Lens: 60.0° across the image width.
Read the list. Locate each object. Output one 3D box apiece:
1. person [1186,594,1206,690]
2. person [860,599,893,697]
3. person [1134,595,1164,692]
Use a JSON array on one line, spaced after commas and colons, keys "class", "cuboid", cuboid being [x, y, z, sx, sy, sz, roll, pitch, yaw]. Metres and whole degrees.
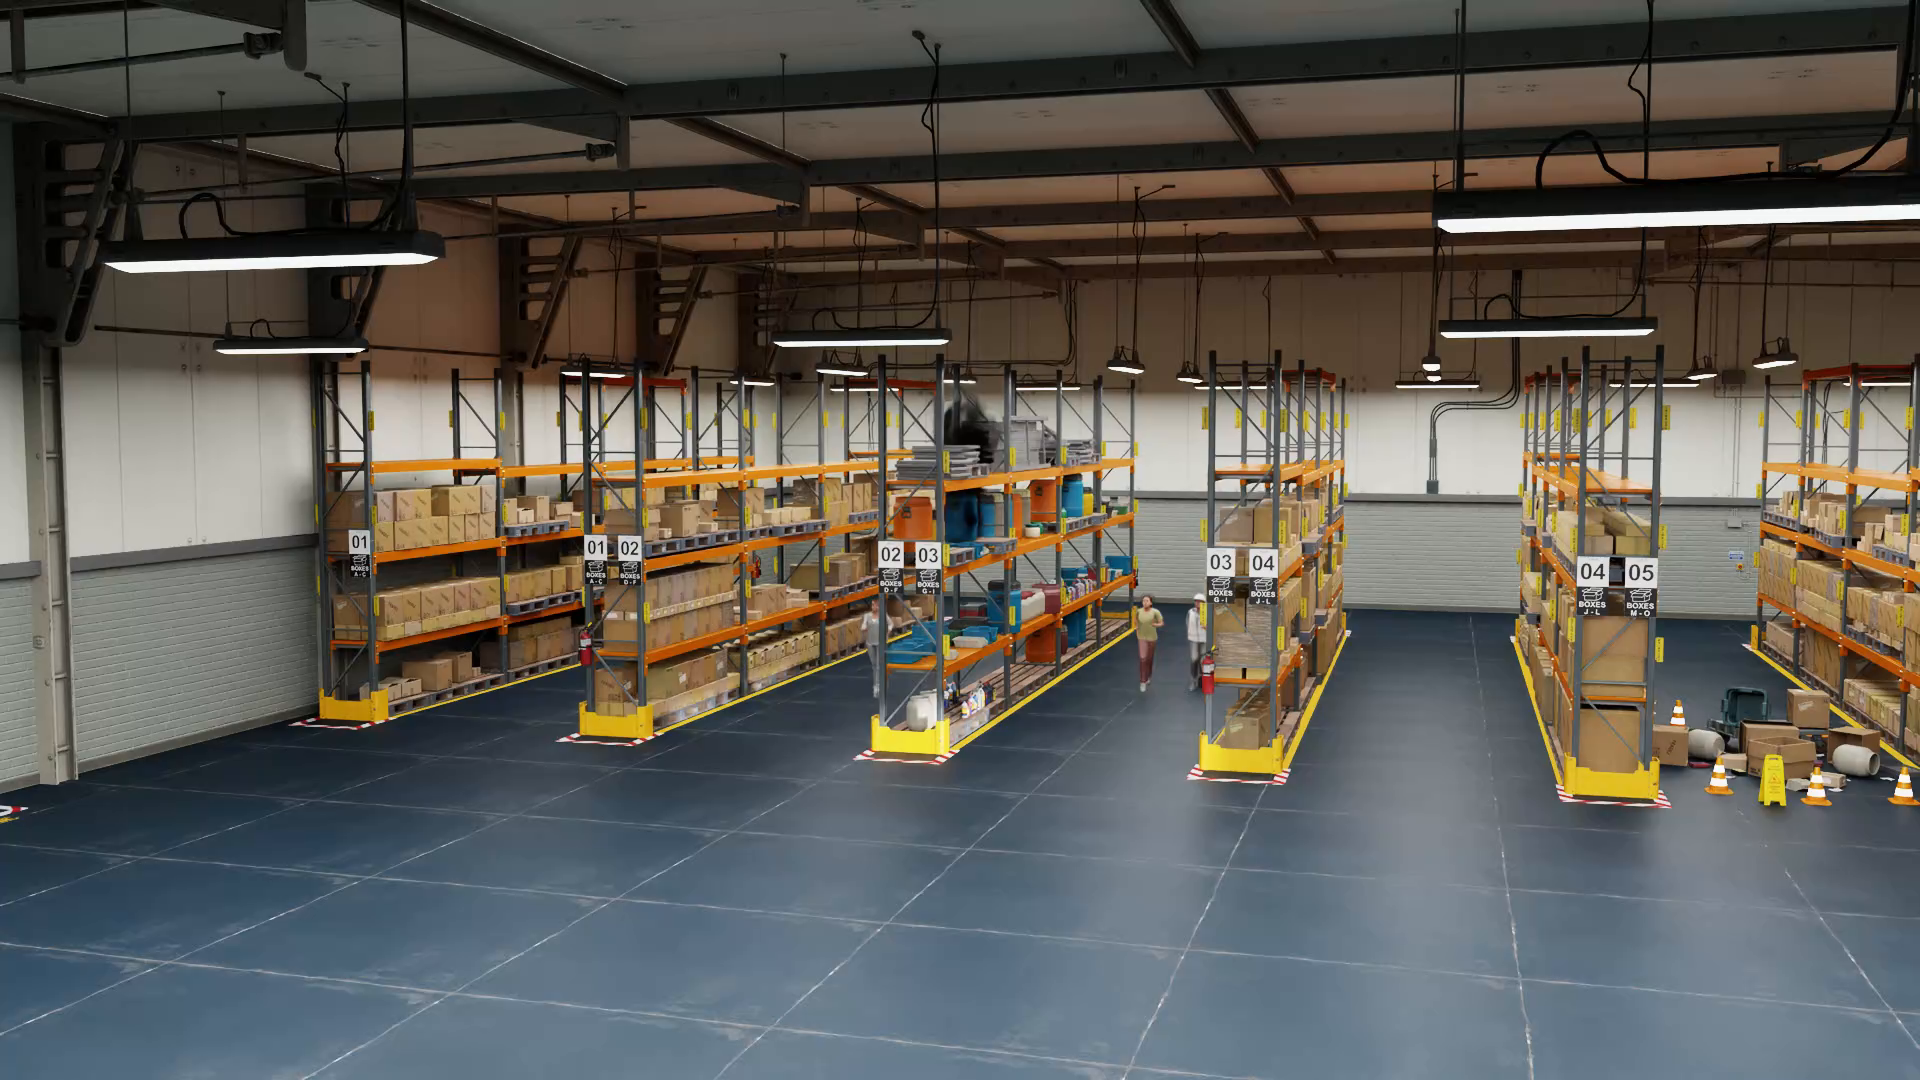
[{"class": "person", "cuboid": [4.501, 1.915, 31.101, 0.625, 1.838, 0.763, 1, 4, 16]}, {"class": "person", "cuboid": [-1.461, 1.843, 28.805, 0.519, 1.656, 0.673, 1, 4, 13]}, {"class": "person", "cuboid": [3.386, 1.818, 29.802, 0.549, 1.704, 0.783, 1, 4, 8]}]
